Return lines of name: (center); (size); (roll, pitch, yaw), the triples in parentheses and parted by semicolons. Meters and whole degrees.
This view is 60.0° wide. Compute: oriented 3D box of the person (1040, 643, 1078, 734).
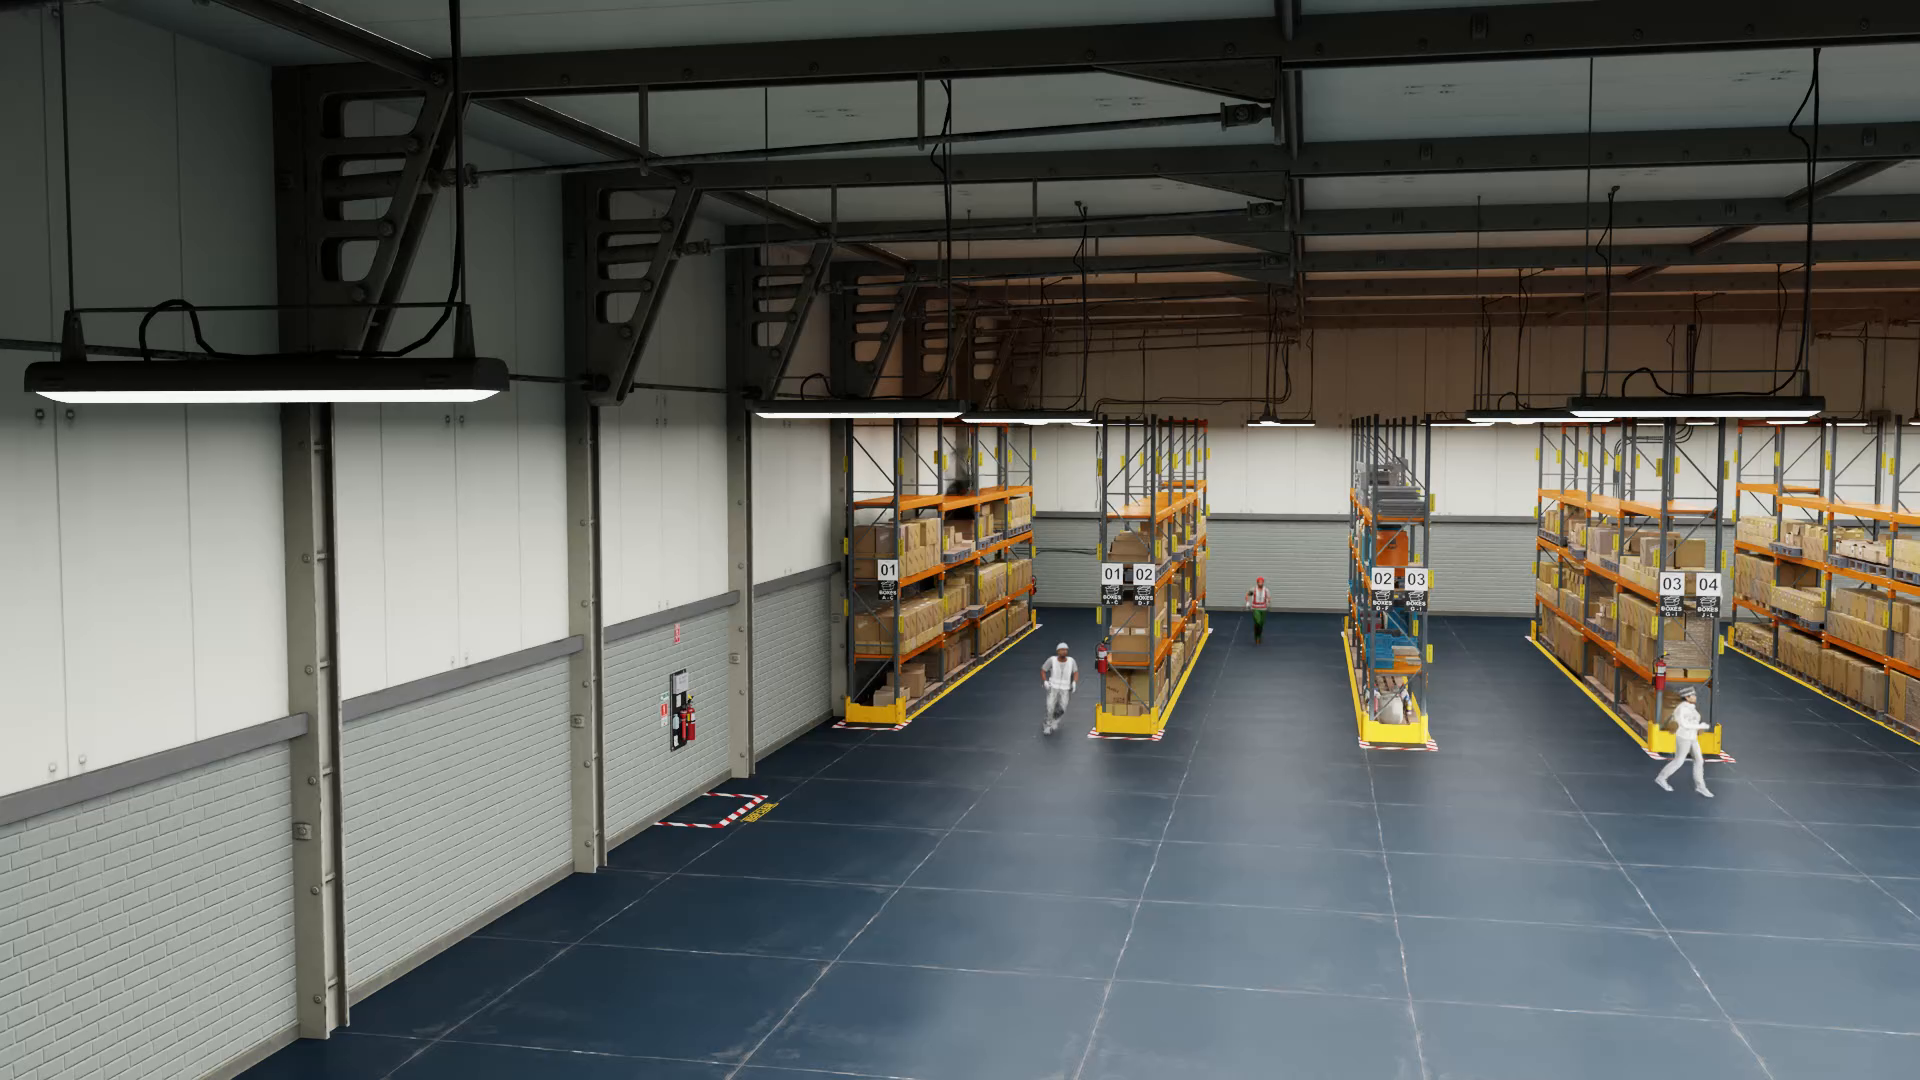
person: (1.872, 2.787, 31.185); (0.742, 1.718, 0.523); (0, 4, -4)

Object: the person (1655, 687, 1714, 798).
person: (11.317, 3.135, 25.959); (0.848, 1.732, 0.607); (3, 5, 39)

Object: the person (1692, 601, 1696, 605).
person: (19.995, 1.875, 44.755); (0.804, 1.734, 0.754); (-1, 4, -20)

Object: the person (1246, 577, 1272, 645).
person: (7.973, 1.884, 44.297); (0.643, 1.822, 0.833); (0, 4, -7)
